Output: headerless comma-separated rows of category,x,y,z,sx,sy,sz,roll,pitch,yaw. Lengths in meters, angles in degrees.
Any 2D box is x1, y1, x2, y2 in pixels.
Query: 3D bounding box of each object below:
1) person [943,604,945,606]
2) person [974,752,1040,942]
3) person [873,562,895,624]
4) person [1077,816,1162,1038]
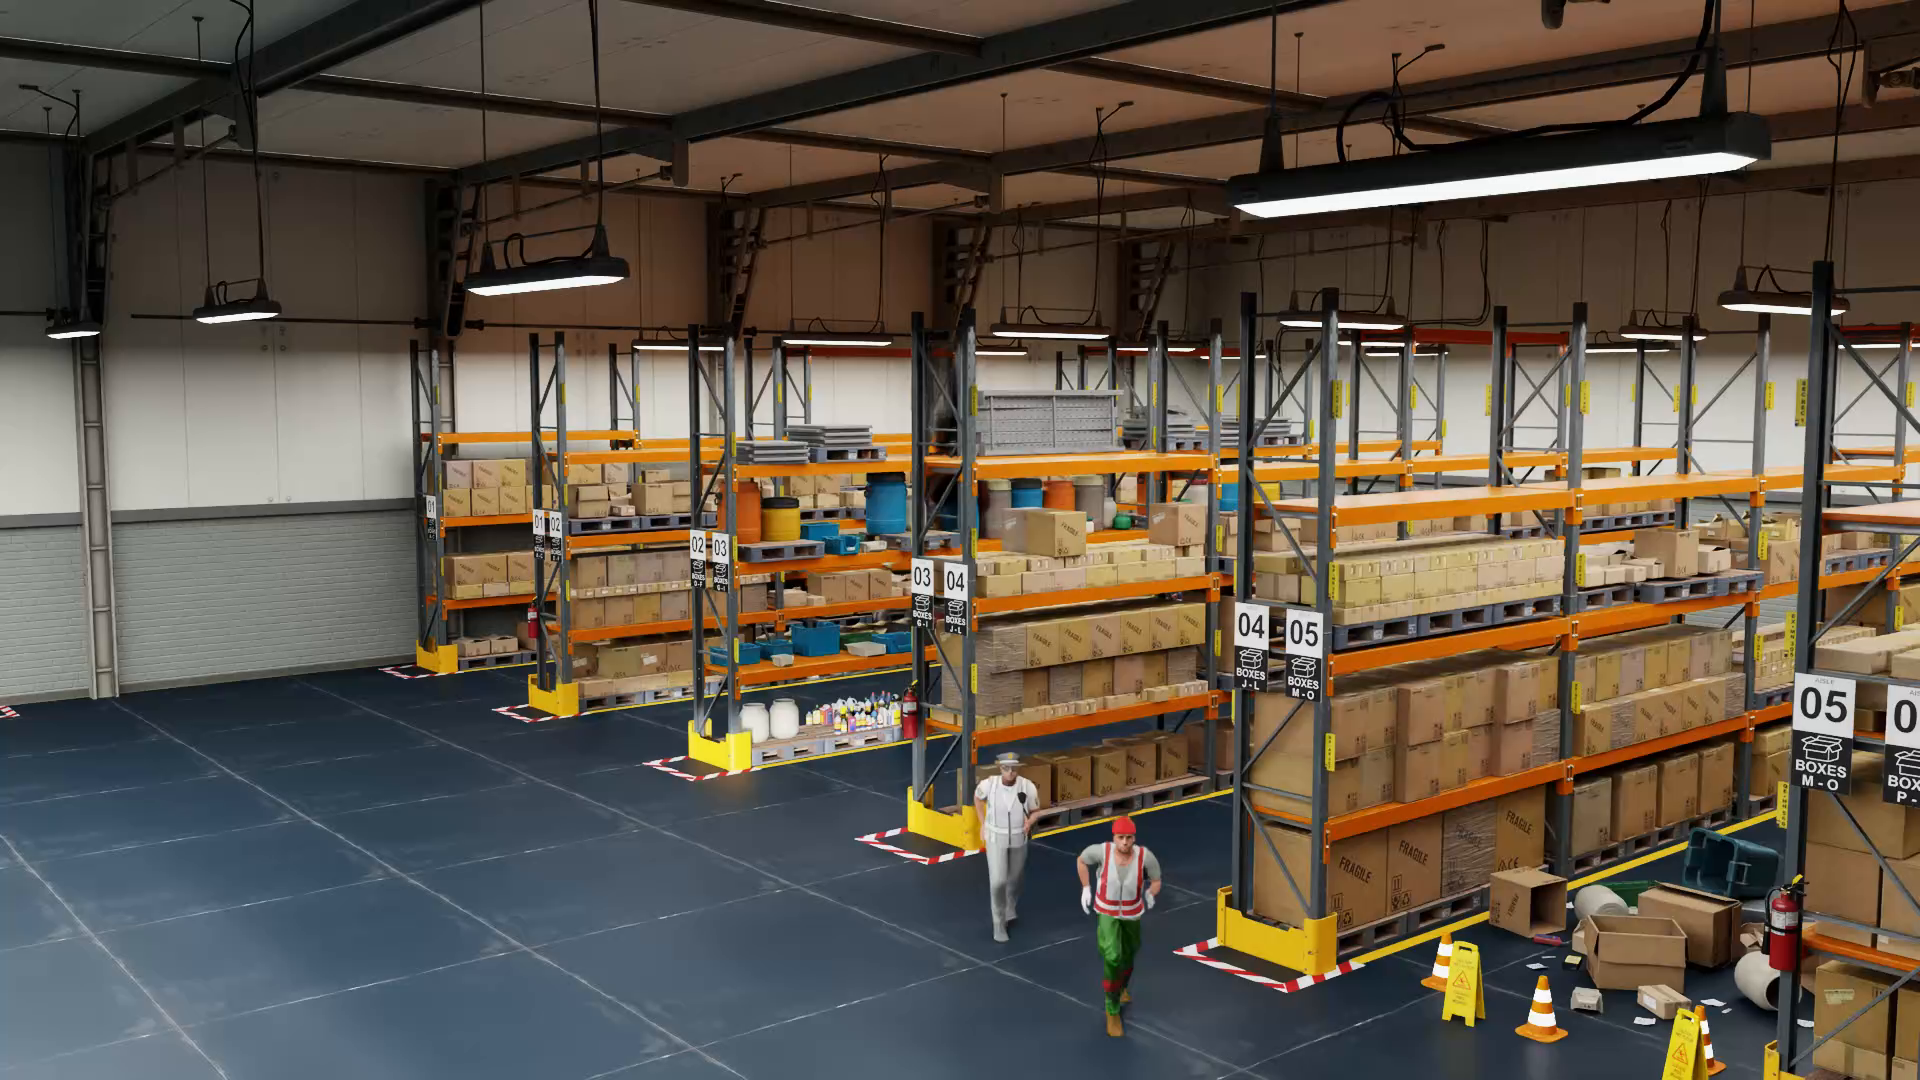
person,-0.059,1.380,28.855,0.665,1.687,0.603,5,7,45
person,0.454,2.870,15.678,0.592,1.834,0.875,-1,5,-8
person,-1.453,1.253,33.091,0.598,1.726,0.702,-4,7,-36
person,1.295,3.065,13.500,0.671,1.776,0.894,0,5,-1
